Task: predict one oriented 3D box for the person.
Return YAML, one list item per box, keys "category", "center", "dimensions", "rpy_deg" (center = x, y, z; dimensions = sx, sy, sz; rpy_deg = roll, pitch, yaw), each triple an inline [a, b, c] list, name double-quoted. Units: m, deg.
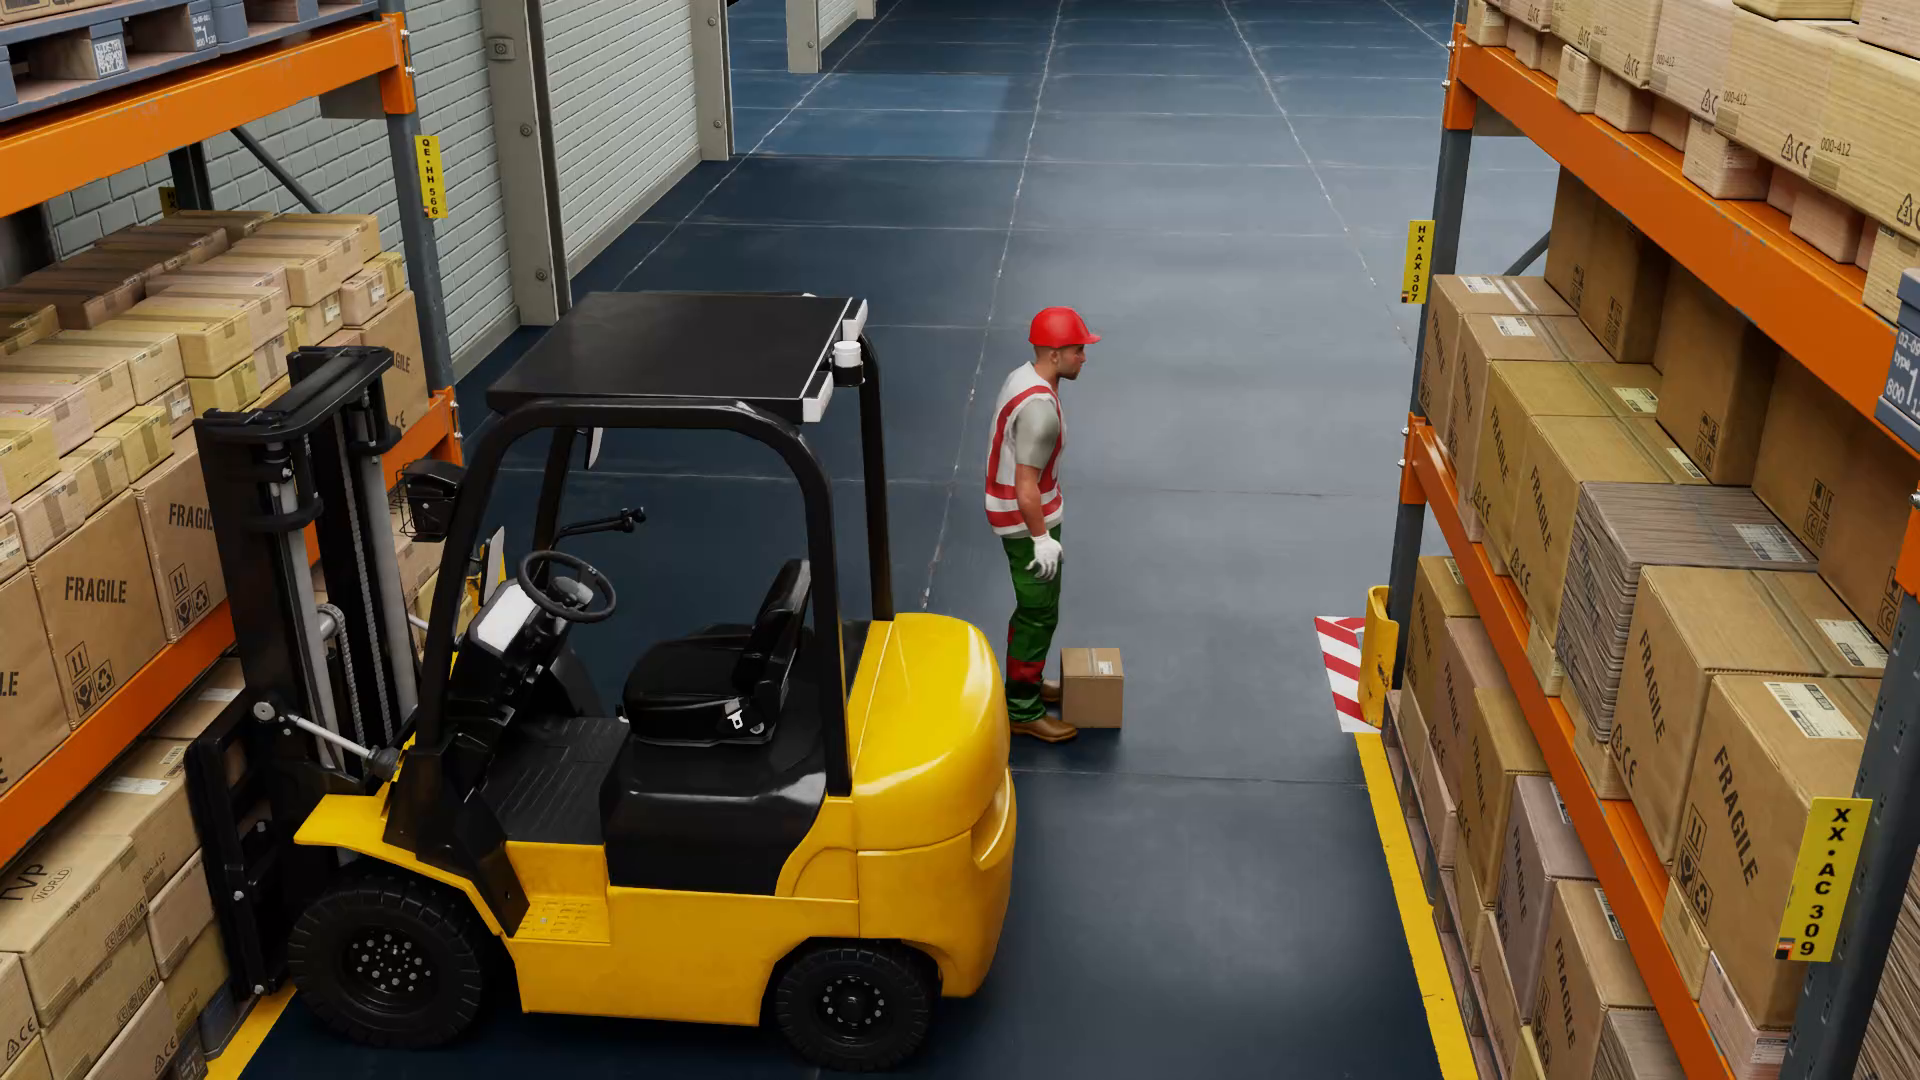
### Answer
- category: "person"
  center: [0.323, -0.075, 6.752]
  dimensions: [0.449, 1.779, 0.609]
  rpy_deg: [1, 24, 2]
